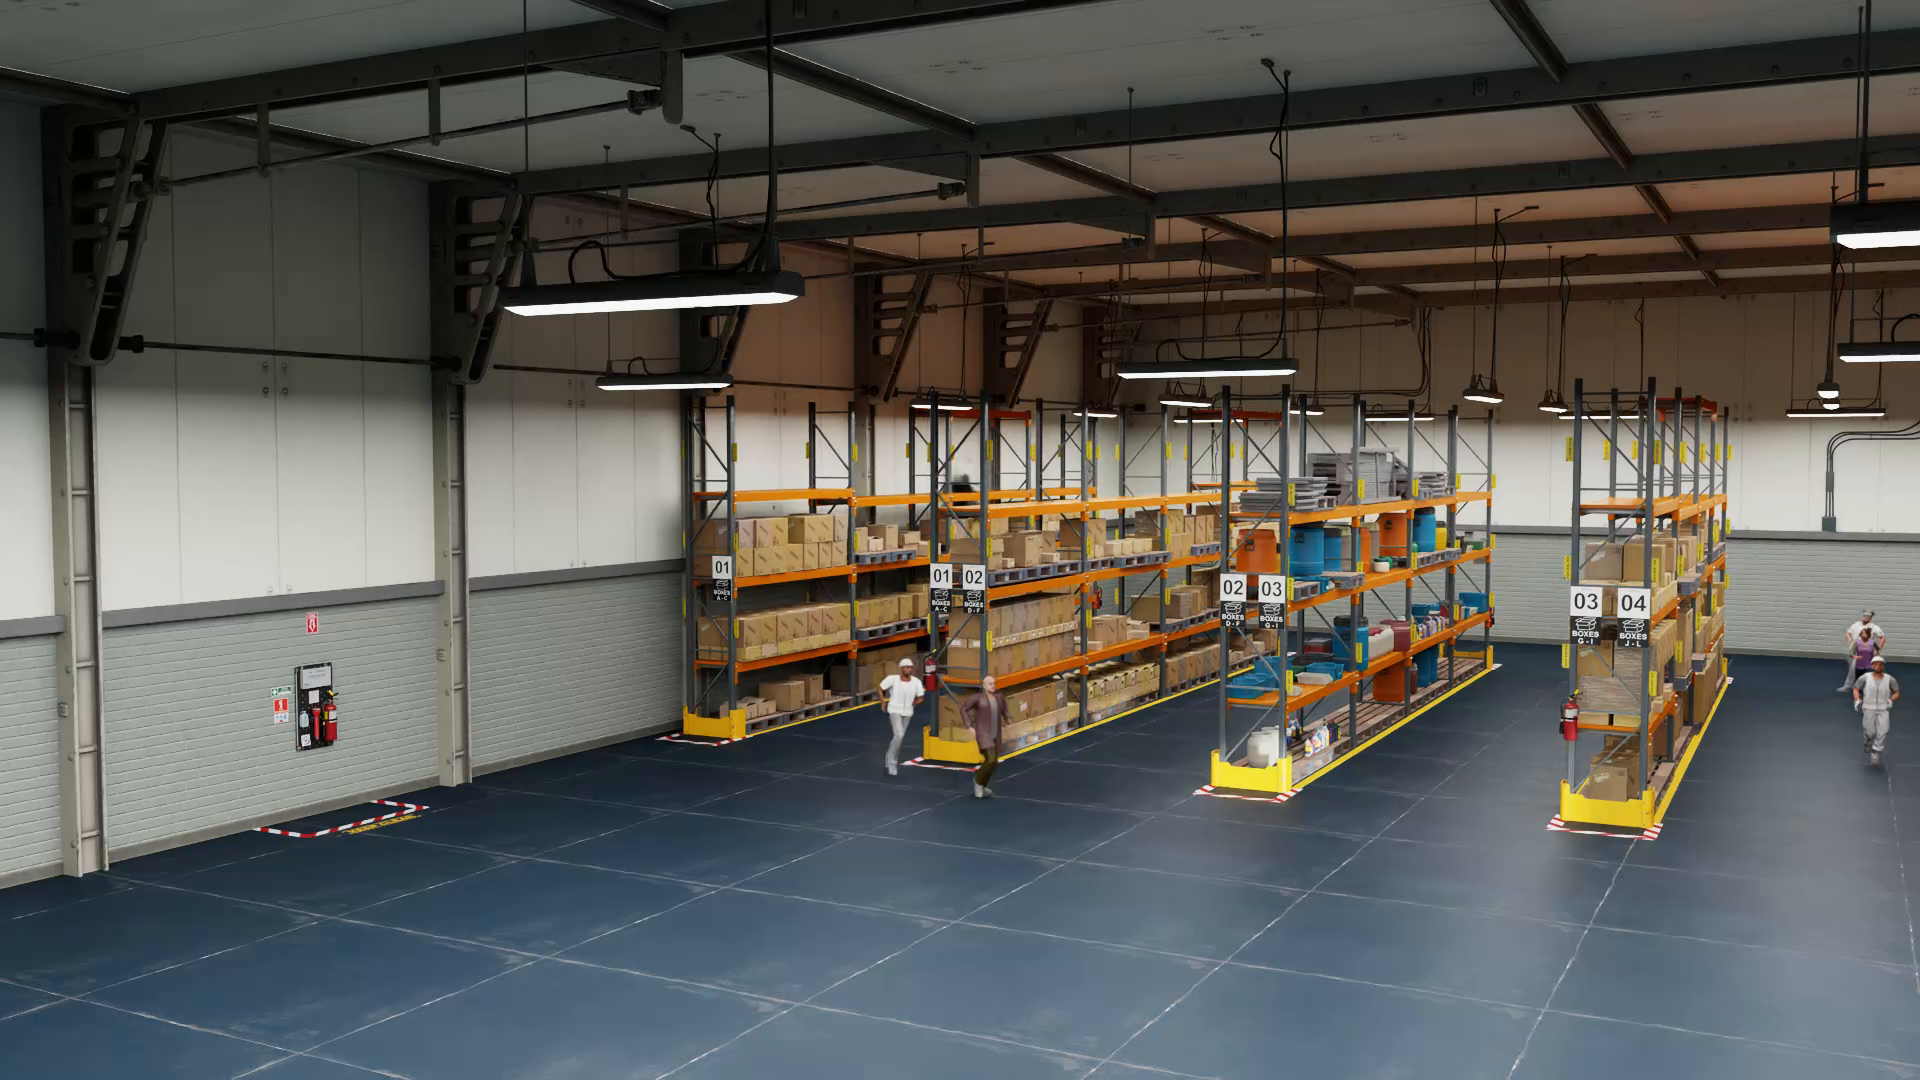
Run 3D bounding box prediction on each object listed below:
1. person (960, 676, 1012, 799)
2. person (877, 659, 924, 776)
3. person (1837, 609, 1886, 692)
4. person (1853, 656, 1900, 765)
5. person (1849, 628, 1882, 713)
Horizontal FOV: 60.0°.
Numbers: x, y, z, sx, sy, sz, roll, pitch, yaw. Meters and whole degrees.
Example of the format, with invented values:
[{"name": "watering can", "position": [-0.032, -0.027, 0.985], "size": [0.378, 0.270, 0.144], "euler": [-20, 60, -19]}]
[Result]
[{"name": "person", "position": [0.439, 2.853, 24.087], "size": [0.709, 1.766, 0.722], "euler": [-2, 4, -35]}, {"name": "person", "position": [-0.900, 2.755, 26.133], "size": [0.673, 1.794, 0.722], "euler": [-2, 3, -27]}, {"name": "person", "position": [18.675, 2.296, 34.530], "size": [0.962, 1.718, 0.715], "euler": [-2, 3, -28]}, {"name": "person", "position": [14.716, 2.730, 26.697], "size": [0.658, 1.738, 0.601], "euler": [1, 3, 23]}, {"name": "person", "position": [17.579, 2.504, 32.297], "size": [0.551, 1.610, 0.885], "euler": [2, 3, 31]}]
